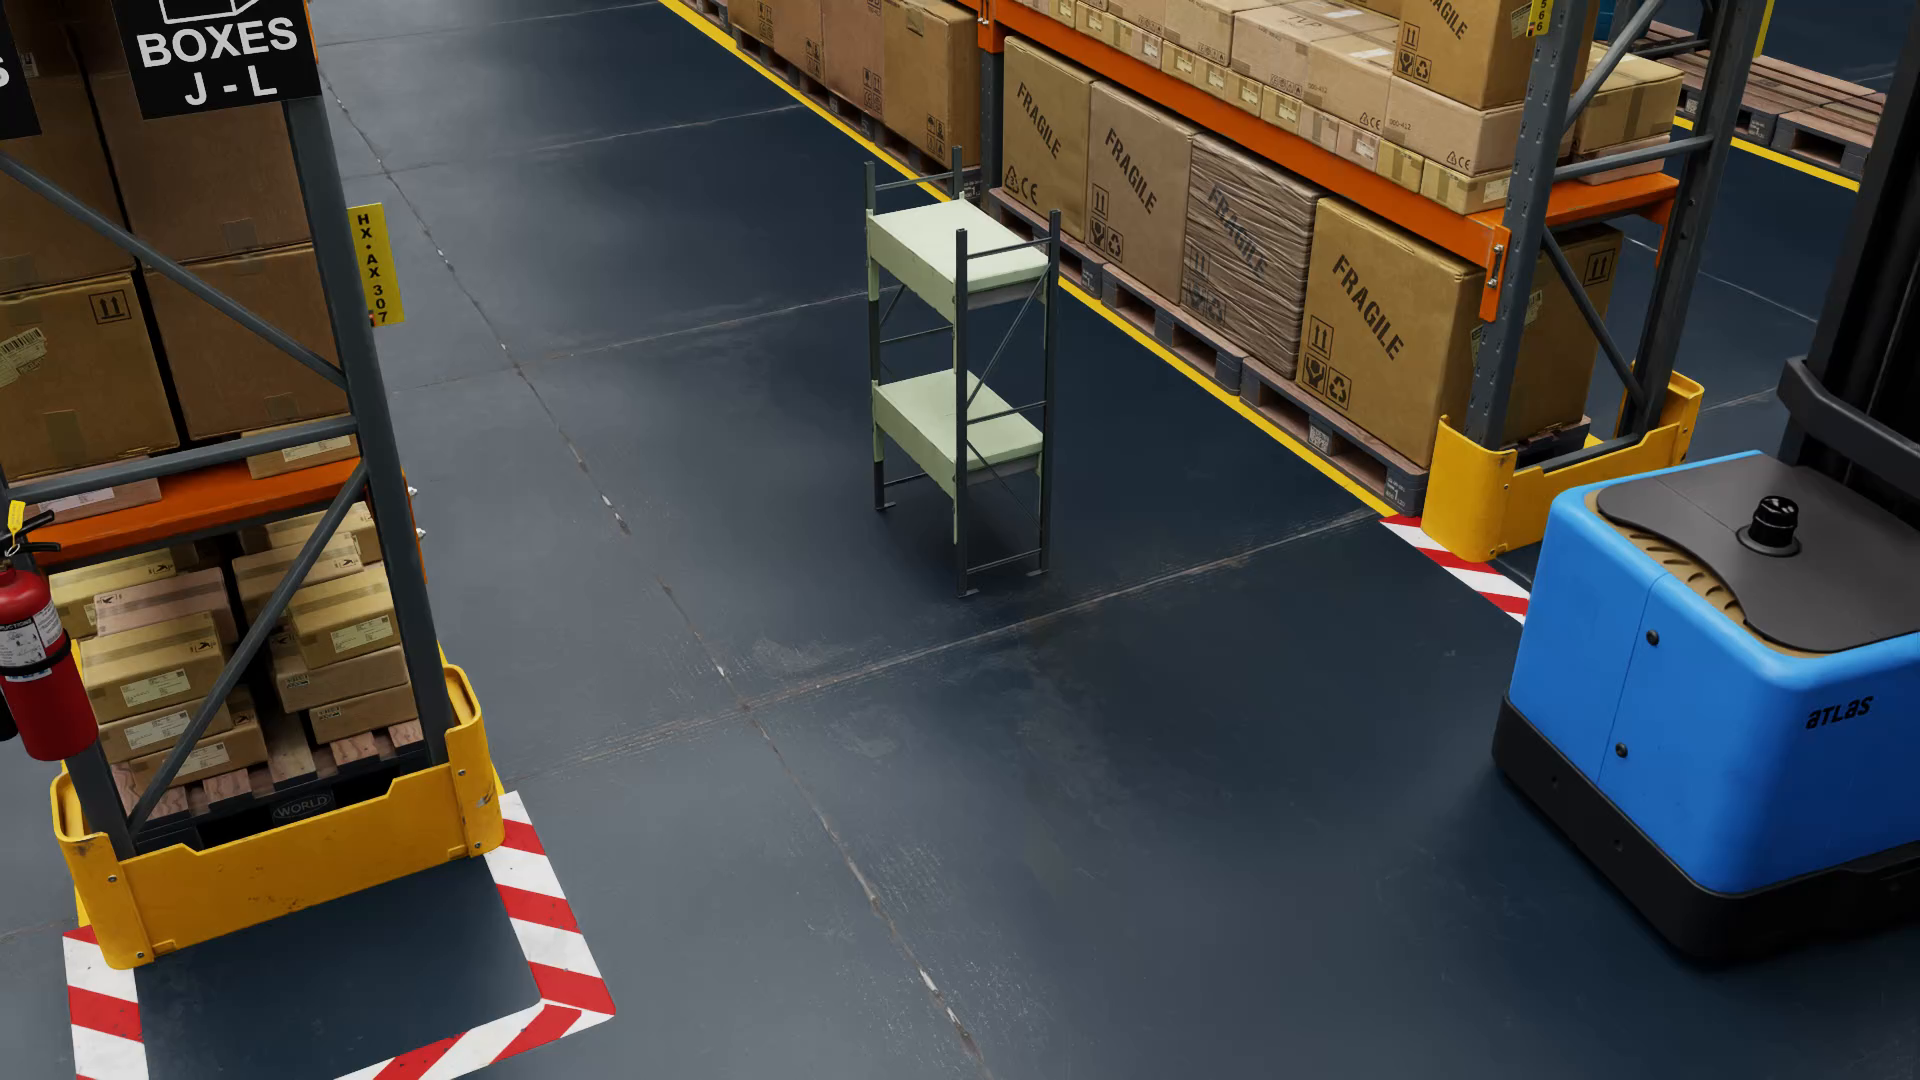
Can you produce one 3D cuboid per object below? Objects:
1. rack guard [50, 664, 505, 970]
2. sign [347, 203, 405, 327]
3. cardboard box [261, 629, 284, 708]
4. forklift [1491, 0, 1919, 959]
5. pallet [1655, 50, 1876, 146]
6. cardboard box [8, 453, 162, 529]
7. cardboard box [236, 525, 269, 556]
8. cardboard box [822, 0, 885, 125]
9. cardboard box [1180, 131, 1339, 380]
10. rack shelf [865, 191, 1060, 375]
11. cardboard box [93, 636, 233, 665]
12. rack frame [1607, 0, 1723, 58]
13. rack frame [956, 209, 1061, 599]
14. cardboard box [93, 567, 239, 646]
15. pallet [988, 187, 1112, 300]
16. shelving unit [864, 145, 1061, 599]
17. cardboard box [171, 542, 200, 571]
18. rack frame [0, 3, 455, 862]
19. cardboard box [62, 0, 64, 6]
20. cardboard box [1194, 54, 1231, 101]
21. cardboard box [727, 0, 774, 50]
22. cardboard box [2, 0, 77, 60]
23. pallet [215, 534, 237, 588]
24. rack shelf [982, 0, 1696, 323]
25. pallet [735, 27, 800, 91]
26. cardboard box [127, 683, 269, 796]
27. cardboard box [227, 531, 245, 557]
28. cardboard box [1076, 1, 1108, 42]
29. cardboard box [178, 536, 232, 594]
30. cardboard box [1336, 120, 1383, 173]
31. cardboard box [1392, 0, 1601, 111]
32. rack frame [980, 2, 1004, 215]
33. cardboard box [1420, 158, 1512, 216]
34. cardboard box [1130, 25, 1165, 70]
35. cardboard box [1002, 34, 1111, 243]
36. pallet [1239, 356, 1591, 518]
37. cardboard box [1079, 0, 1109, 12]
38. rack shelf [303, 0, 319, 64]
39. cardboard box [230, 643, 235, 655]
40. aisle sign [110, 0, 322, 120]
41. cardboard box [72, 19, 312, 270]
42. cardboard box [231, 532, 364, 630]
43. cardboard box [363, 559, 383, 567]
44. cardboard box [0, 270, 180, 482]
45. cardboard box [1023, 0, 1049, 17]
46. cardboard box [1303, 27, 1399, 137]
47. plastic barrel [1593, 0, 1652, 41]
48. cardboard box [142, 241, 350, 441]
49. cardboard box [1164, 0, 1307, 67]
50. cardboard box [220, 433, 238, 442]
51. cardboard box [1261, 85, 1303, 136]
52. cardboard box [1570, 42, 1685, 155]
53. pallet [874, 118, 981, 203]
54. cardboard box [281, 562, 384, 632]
[{"bbox_3d":[-2.017,0.817,5.012,1.175,0.500,0.348,-16,36,-23],"label":"rack guard"},{"bbox_3d":[-1.502,-0.700,4.260,0.100,0.325,0.005,-16,36,-23],"label":"sign"},{"bbox_3d":[-2.137,0.389,5.615,0.380,0.149,0.250,-16,36,-23],"label":"cardboard box"},{"bbox_3d":[3.333,-0.504,4.820,3.031,2.935,1.130,-11,34,-17],"label":"forklift"},{"bbox_3d":[5.347,-3.038,11.296,1.003,0.211,1.213,-16,36,-23],"label":"pallet"},{"bbox_3d":[-2.384,-0.178,4.480,0.380,0.149,0.250,-16,36,-23],"label":"cardboard box"},{"bbox_3d":[-2.354,-0.113,5.848,0.380,0.149,0.250,-18,37,-25],"label":"cardboard box"},{"bbox_3d":[-0.145,-3.316,10.726,1.225,0.875,0.875,-17,36,-25],"label":"cardboard box"},{"bbox_3d":[1.660,-1.400,7.736,0.875,0.875,0.875,-16,36,-23],"label":"cardboard box"},{"bbox_3d":[-0.003,-0.963,6.140,0.431,0.370,0.720,-16,36,-23],"label":"rack shelf"},{"bbox_3d":[-2.555,0.381,5.353,0.380,0.149,0.250,-17,36,-24],"label":"cardboard box"},{"bbox_3d":[4.970,-4.553,11.077,1.000,3.000,0.127,-16,36,-23],"label":"rack frame"},{"bbox_3d":[0.168,-0.460,6.078,0.400,1.500,0.023,-16,36,-23],"label":"rack frame"},{"bbox_3d":[-2.519,0.250,5.280,0.380,0.149,0.250,-15,36,-22],"label":"cardboard box"},{"bbox_3d":[0.873,-1.751,9.287,1.003,0.211,1.213,-16,36,-23],"label":"pallet"},{"bbox_3d":[-0.003,-0.635,6.350,0.431,1.500,0.755,-16,36,-23],"label":"shelving unit"},{"bbox_3d":[-2.817,0.019,5.641,0.380,0.149,0.250,-17,37,-25],"label":"cardboard box"},{"bbox_3d":[-1.982,-0.199,4.281,1.000,3.000,0.127,-16,36,-23],"label":"rack frame"},{"bbox_3d":[-3.597,-2.176,6.071,0.500,0.500,0.500,-17,36,-25],"label":"cardboard box"},{"bbox_3d":[1.283,-2.110,7.495,0.380,0.149,0.250,-15,36,-22],"label":"cardboard box"},{"bbox_3d":[-0.974,-4.164,12.049,1.225,0.875,0.875,-18,37,-25],"label":"cardboard box"},{"bbox_3d":[-2.651,-1.185,4.524,0.500,0.500,0.500,-17,36,-25],"label":"cardboard box"},{"bbox_3d":[-2.930,-0.040,6.616,1.003,0.211,1.213,-16,36,-23],"label":"pallet"},{"bbox_3d":[1.521,-2.050,7.836,1.077,0.370,4.000,-16,36,-23],"label":"rack shelf"},{"bbox_3d":[-0.976,-3.647,12.247,1.003,0.211,1.213,-16,36,-23],"label":"pallet"},{"bbox_3d":[-2.412,0.625,5.247,0.380,0.149,0.250,-15,36,-22],"label":"cardboard box"},{"bbox_3d":[-2.501,-0.108,6.115,0.380,0.149,0.250,-18,37,-25],"label":"cardboard box"},{"bbox_3d":[0.802,-2.601,8.262,0.380,0.149,0.250,-17,36,-24],"label":"cardboard box"},{"bbox_3d":[-2.759,0.117,5.764,0.380,0.149,0.250,-16,36,-24],"label":"cardboard box"},{"bbox_3d":[1.756,-1.624,6.738,0.380,0.149,0.250,-16,36,-23],"label":"cardboard box"},{"bbox_3d":[1.993,-1.943,6.170,0.500,0.500,0.500,-15,36,-23],"label":"cardboard box"},{"bbox_3d":[0.588,-3.308,9.132,1.000,3.000,0.127,-16,36,-23],"label":"rack frame"},{"bbox_3d":[1.996,-1.380,6.356,0.380,0.149,0.250,-15,36,-22],"label":"cardboard box"},{"bbox_3d":[1.037,-2.359,7.884,0.380,0.149,0.250,-15,36,-23],"label":"cardboard box"},{"bbox_3d":[0.825,-2.255,9.069,0.875,0.875,0.875,-16,36,-23],"label":"cardboard box"},{"bbox_3d":[2.011,-0.586,7.470,1.003,0.211,1.213,-16,36,-23],"label":"pallet"},{"bbox_3d":[0.803,-2.841,8.267,0.500,0.250,0.500,-16,36,-23],"label":"cardboard box"},{"bbox_3d":[-2.914,-2.114,5.155,1.077,0.370,4.000,-16,36,-23],"label":"rack shelf"},{"bbox_3d":[-2.668,0.380,5.629,0.380,0.149,0.250,-16,36,-23],"label":"cardboard box"},{"bbox_3d":[-1.682,-1.335,3.643,0.394,0.787,0.004,-16,36,-23],"label":"aisle sign"},{"bbox_3d":[-1.956,-1.069,4.342,0.500,0.500,0.500,-16,36,-23],"label":"cardboard box"},{"bbox_3d":[-2.161,0.137,5.458,0.380,0.149,0.250,-15,36,-22],"label":"cardboard box"},{"bbox_3d":[-2.282,0.123,6.031,0.380,0.149,0.250,-15,36,-23],"label":"cardboard box"},{"bbox_3d":[-2.419,-0.516,4.407,0.500,0.500,0.500,-15,36,-22],"label":"cardboard box"},{"bbox_3d":[0.554,-2.852,8.653,0.380,0.149,0.250,-17,36,-25],"label":"cardboard box"},{"bbox_3d":[1.756,-1.868,6.748,0.500,0.250,0.500,-17,36,-24],"label":"cardboard box"},{"bbox_3d":[4.731,-4.111,11.941,0.600,0.901,0.708,-16,36,-23],"label":"plastic barrel"},{"bbox_3d":[-1.947,-0.650,4.616,0.500,0.500,0.500,-14,35,-21],"label":"cardboard box"},{"bbox_3d":[1.272,-2.358,7.513,0.500,0.250,0.500,-16,36,-23],"label":"cardboard box"},{"bbox_3d":[-1.998,-0.442,4.892,0.380,0.149,0.250,-15,35,-21],"label":"cardboard box"},{"bbox_3d":[1.518,-1.867,7.117,0.380,0.149,0.250,-17,36,-24],"label":"cardboard box"},{"bbox_3d":[2.468,-1.758,6.576,0.500,0.250,0.500,-17,36,-24],"label":"cardboard box"},{"bbox_3d":[0.162,-2.483,10.430,1.003,0.211,1.213,-16,36,-23],"label":"pallet"},{"bbox_3d":[-2.077,0.239,5.573,0.380,0.149,0.250,-16,36,-23],"label":"cardboard box"}]
